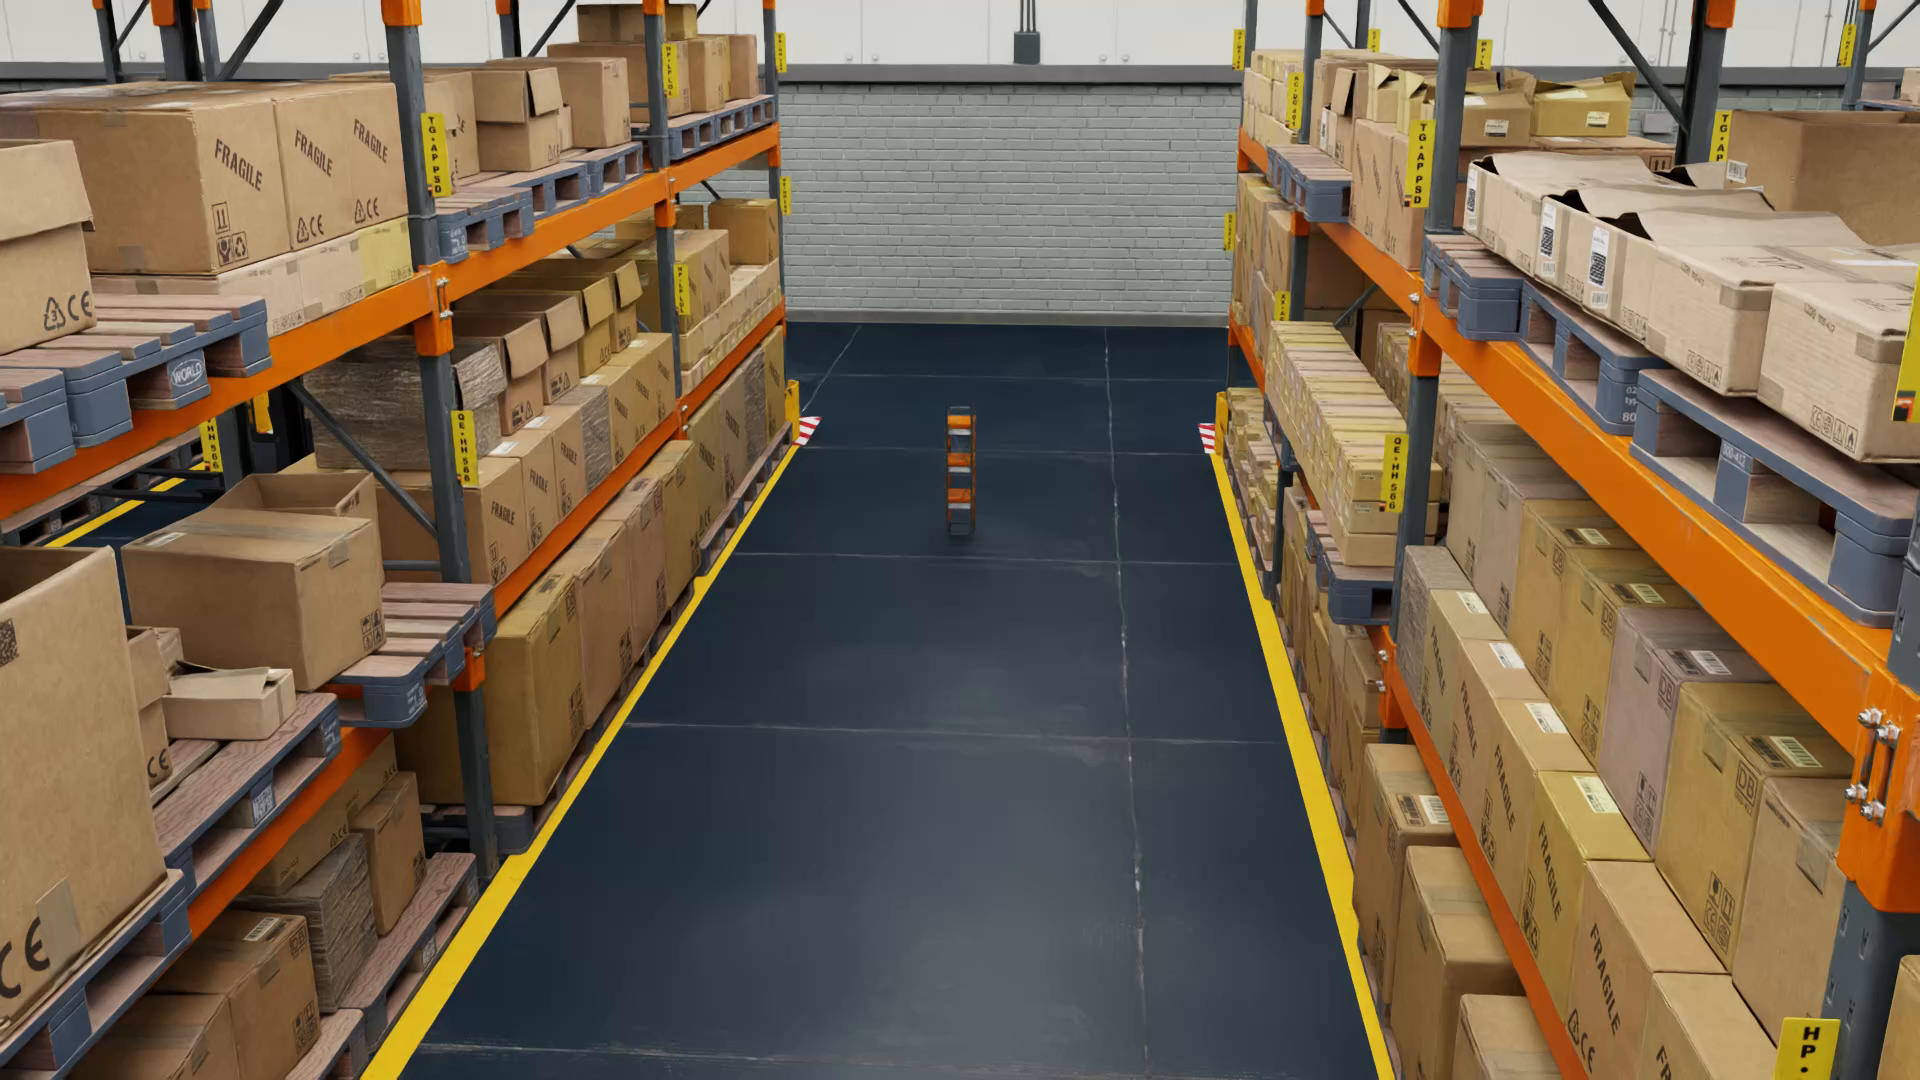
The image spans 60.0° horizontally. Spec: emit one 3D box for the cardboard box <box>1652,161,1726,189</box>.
[{"bbox_3d":[2.516,-1.044,5.284,0.500,0.311,0.500,1,18,4],"label":"cardboard box"}]

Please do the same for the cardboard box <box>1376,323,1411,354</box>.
[{"bbox_3d":[2.744,-1.222,10.108,0.380,0.149,0.250,2,18,6],"label":"cardboard box"}]

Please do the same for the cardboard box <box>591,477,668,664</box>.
[{"bbox_3d":[-2.451,0.157,9.865,1.225,0.875,0.875,1,18,2],"label":"cardboard box"}]

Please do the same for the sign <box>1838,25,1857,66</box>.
[{"bbox_3d":[7.257,-4.044,13.598,0.100,0.325,0.005,1,18,4],"label":"sign"}]

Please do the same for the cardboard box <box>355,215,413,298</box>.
[{"bbox_3d":[-2.438,-1.089,6.352,0.500,0.250,0.500,1,18,4],"label":"cardboard box"}]

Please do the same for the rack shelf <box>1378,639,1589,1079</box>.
[{"bbox_3d":[2.148,1.217,5.046,1.077,0.370,4.000,1,18,4],"label":"rack shelf"}]

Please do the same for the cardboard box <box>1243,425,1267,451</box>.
[{"bbox_3d":[2.414,-0.793,12.976,0.380,0.149,0.250,2,18,5],"label":"cardboard box"}]

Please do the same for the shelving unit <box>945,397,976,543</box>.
[{"bbox_3d":[0.004,-0.516,12.310,0.215,1.050,0.252,1,18,4],"label":"shelving unit"}]

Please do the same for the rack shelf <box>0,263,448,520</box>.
[{"bbox_3d":[-2.792,-0.350,5.012,1.077,0.370,4.000,1,18,4],"label":"rack shelf"}]

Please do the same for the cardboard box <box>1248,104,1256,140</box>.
[{"bbox_3d":[2.536,-3.287,13.061,0.500,0.250,0.500,2,18,6],"label":"cardboard box"}]

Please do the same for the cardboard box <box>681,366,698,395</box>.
[{"bbox_3d":[-2.009,-1.095,11.351,0.380,0.149,0.250,1,18,4],"label":"cardboard box"}]

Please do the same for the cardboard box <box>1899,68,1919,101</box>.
[{"bbox_3d":[7.867,-3.611,13.213,0.500,0.250,0.500,0,18,-1],"label":"cardboard box"}]

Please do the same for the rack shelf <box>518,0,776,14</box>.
[{"bbox_3d":[-2.218,-4.070,12.190,1.077,0.370,4.000,1,18,4],"label":"rack shelf"}]

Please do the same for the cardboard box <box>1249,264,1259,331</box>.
[{"bbox_3d":[2.466,-1.809,12.487,0.500,0.500,0.500,1,18,2],"label":"cardboard box"}]

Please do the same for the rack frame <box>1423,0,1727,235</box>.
[{"bbox_3d":[2.292,-2.596,5.895,1.000,3.000,0.127,1,18,4],"label":"rack frame"}]

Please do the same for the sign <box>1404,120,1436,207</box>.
[{"bbox_3d":[1.751,-1.429,6.321,0.100,0.325,0.005,1,18,4],"label":"sign"}]

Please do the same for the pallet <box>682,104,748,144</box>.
[{"bbox_3d":[-2.202,-3.145,12.529,1.003,0.211,1.213,1,18,4],"label":"pallet"}]

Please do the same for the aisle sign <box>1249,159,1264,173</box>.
[{"bbox_3d":[2.571,-3.495,14.097,0.394,0.787,0.004,1,18,4],"label":"aisle sign"}]

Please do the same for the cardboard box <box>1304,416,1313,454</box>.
[{"bbox_3d":[1.963,-0.531,8.479,0.380,0.149,0.250,2,18,5],"label":"cardboard box"}]

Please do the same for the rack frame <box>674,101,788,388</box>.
[{"bbox_3d":[-2.075,-2.372,14.846,1.000,3.000,0.127,1,18,4],"label":"rack frame"}]

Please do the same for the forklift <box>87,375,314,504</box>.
[{"bbox_3d":[-5.193,-1.591,12.572,3.031,2.935,1.130,2,18,7],"label":"forklift"}]

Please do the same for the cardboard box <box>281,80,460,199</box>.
[{"bbox_3d":[-2.676,-1.753,7.297,0.797,0.503,0.637,2,18,7],"label":"cardboard box"}]

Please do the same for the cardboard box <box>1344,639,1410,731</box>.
[{"bbox_3d":[2.079,0.668,7.702,0.500,0.250,0.500,1,18,3],"label":"cardboard box"}]

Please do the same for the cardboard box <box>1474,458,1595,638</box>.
[{"bbox_3d":[2.215,0.028,5.754,0.700,0.500,0.500,1,18,3],"label":"cardboard box"}]

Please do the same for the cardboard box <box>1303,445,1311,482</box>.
[{"bbox_3d":[1.966,-0.387,8.517,0.380,0.149,0.250,2,18,6],"label":"cardboard box"}]

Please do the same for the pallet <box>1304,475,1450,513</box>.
[{"bbox_3d":[2.393,-0.270,8.738,1.003,0.211,1.213,1,18,4],"label":"pallet"}]

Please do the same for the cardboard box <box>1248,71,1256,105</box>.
[{"bbox_3d":[2.538,-3.529,12.997,0.500,0.250,0.500,1,18,3],"label":"cardboard box"}]

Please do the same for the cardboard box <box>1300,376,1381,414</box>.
[{"bbox_3d":[1.984,-0.753,8.678,0.380,0.149,0.250,2,18,6],"label":"cardboard box"}]

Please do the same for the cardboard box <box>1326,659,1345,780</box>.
[{"bbox_3d":[2.119,0.871,8.286,0.500,0.500,0.500,2,18,6],"label":"cardboard box"}]

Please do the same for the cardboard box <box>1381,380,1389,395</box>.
[{"bbox_3d":[2.730,-0.860,9.958,0.380,0.149,0.250,1,18,4],"label":"cardboard box"}]

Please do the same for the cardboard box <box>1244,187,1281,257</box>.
[{"bbox_3d":[2.479,-2.443,12.817,0.500,0.500,0.500,1,18,3],"label":"cardboard box"}]

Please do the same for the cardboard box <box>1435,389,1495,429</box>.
[{"bbox_3d":[2.611,-0.656,8.381,0.380,0.149,0.250,2,18,6],"label":"cardboard box"}]

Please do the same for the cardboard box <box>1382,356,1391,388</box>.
[{"bbox_3d":[2.729,-1.000,9.908,0.380,0.149,0.250,1,18,4],"label":"cardboard box"}]

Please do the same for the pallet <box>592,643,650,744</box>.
[{"bbox_3d":[-2.426,0.816,9.592,1.003,0.211,1.213,1,18,4],"label":"pallet"}]

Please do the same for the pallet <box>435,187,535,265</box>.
[{"bbox_3d":[-2.655,-1.424,7.439,1.213,0.211,1.003,2,18,6],"label":"pallet"}]

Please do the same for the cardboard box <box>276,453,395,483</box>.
[{"bbox_3d":[-2.860,-0.094,7.732,0.500,0.500,0.500,2,18,6],"label":"cardboard box"}]

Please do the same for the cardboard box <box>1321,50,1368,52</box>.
[{"bbox_3d":[3.041,-3.827,13.265,0.380,0.149,0.250,2,18,5],"label":"cardboard box"}]

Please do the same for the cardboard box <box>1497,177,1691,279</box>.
[{"bbox_3d":[1.985,-0.971,5.159,0.500,0.250,0.500,2,18,5],"label":"cardboard box"}]

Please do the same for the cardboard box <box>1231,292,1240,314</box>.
[{"bbox_3d":[2.515,-2.018,14.166,0.380,0.149,0.250,1,18,3],"label":"cardboard box"}]

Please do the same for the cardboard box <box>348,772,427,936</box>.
[{"bbox_3d":[-2.676,1.300,6.947,0.700,0.500,0.500,0,18,1],"label":"cardboard box"}]

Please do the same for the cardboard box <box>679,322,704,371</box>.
[{"bbox_3d":[-2.067,-1.340,11.459,0.500,0.250,0.500,1,18,3],"label":"cardboard box"}]

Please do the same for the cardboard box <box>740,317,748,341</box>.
[{"bbox_3d":[-1.882,-1.660,13.076,0.380,0.149,0.250,2,18,5],"label":"cardboard box"}]

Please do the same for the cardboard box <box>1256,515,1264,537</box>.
[{"bbox_3d":[2.323,-0.124,11.889,0.380,0.149,0.250,1,18,2],"label":"cardboard box"}]

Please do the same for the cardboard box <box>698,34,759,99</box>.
[{"bbox_3d":[-2.059,-3.930,13.786,0.700,0.500,0.500,0,18,1],"label":"cardboard box"}]

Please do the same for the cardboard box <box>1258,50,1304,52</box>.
[{"bbox_3d":[2.579,-3.837,13.297,0.380,0.149,0.250,2,18,6],"label":"cardboard box"}]

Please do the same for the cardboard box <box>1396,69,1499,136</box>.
[{"bbox_3d":[2.083,-1.873,7.116,0.396,0.266,0.258,1,18,4],"label":"cardboard box"}]

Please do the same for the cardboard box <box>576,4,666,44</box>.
[{"bbox_3d":[-2.288,-3.498,11.265,0.500,0.250,0.500,0,18,0],"label":"cardboard box"}]

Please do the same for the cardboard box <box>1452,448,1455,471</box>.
[{"bbox_3d":[2.578,-0.358,7.951,0.380,0.149,0.250,1,18,4],"label":"cardboard box"}]

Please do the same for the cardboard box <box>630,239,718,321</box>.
[{"bbox_3d":[-2.029,-1.852,11.817,0.500,0.500,0.500,1,18,4],"label":"cardboard box"}]

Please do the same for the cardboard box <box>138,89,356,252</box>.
[{"bbox_3d":[-2.459,-1.285,5.746,0.500,0.500,0.500,1,18,4],"label":"cardboard box"}]

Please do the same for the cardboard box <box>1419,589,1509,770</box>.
[{"bbox_3d":[1.957,0.498,5.924,0.500,0.500,0.500,1,18,3],"label":"cardboard box"}]

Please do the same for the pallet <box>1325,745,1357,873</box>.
[{"bbox_3d":[2.349,1.337,8.004,1.003,0.211,1.213,1,18,4],"label":"pallet"}]

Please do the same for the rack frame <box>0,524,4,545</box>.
[{"bbox_3d":[-7.302,-1.241,11.392,1.000,3.000,0.127,1,18,4],"label":"rack frame"}]

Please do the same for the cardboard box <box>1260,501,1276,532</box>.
[{"bbox_3d":[2.291,-0.163,11.530,0.380,0.149,0.250,0,18,1],"label":"cardboard box"}]

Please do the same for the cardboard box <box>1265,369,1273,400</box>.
[{"bbox_3d":[2.091,-0.956,10.252,0.380,0.149,0.250,0,18,1],"label":"cardboard box"}]

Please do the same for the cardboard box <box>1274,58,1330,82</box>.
[{"bbox_3d":[2.395,-3.275,11.580,0.380,0.149,0.250,1,18,4],"label":"cardboard box"}]

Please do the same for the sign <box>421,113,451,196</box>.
[{"bbox_3d":[-2.107,-1.546,6.676,0.100,0.325,0.005,1,18,4],"label":"sign"}]

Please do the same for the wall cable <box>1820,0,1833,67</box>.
[{"bbox_3d":[8.687,-6.757,18.593,2.355,3.000,0.029,1,18,4],"label":"wall cable"}]

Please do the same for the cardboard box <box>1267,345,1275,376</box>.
[{"bbox_3d":[2.091,-1.097,10.206,0.380,0.149,0.250,2,18,5],"label":"cardboard box"}]

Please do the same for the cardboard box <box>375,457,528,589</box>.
[{"bbox_3d":[-2.342,-0.080,7.689,0.500,0.500,0.500,2,18,6],"label":"cardboard box"}]
